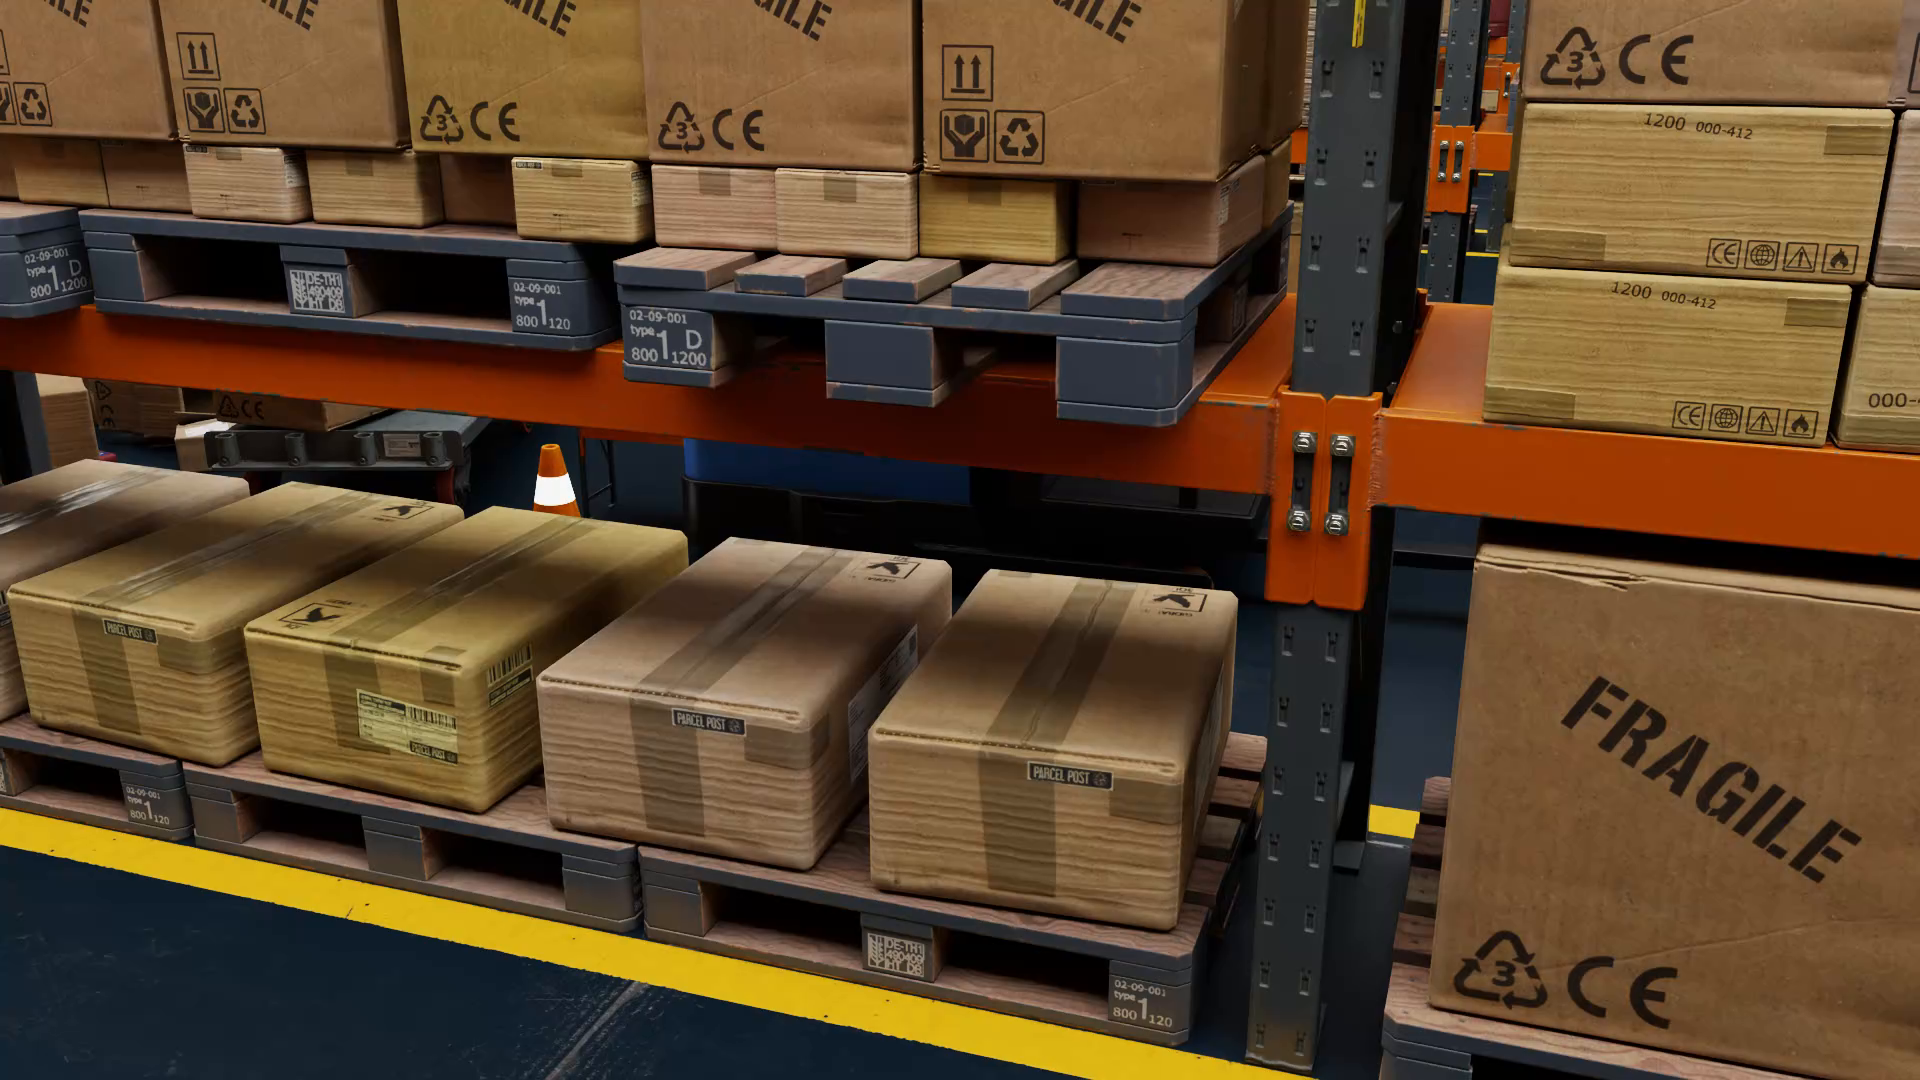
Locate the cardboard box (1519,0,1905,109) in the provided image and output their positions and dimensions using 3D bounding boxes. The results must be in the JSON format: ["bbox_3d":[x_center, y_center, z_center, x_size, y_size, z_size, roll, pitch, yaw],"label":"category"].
[{"bbox_3d":[1.156,-0.950,2.575,0.500,0.500,0.500,6,20,16],"label":"cardboard box"}]

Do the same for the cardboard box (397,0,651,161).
[{"bbox_3d":[-0.719,-1.016,3.191,0.500,0.500,0.500,5,20,14],"label":"cardboard box"}]

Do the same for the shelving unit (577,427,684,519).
[{"bbox_3d":[-1.142,-0.646,6.107,0.503,1.200,0.258,6,20,16],"label":"shelving unit"}]

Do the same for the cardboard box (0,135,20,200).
[{"bbox_3d":[-2.064,-0.878,3.781,0.250,0.149,0.380,8,21,22],"label":"cardboard box"}]

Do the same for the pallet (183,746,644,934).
[{"bbox_3d":[-1.116,0.539,4.209,1.213,0.211,1.003,7,20,18],"label":"pallet"}]

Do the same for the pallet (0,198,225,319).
[{"bbox_3d":[-2.334,-0.774,4.031,1.213,0.211,1.003,7,20,18],"label":"pallet"}]

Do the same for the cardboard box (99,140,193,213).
[{"bbox_3d":[-1.601,-0.810,3.585,0.250,0.149,0.380,7,20,18],"label":"cardboard box"}]

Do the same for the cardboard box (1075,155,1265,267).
[{"bbox_3d":[0.384,-0.602,2.991,0.250,0.149,0.380,7,21,20],"label":"cardboard box"}]

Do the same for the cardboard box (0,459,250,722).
[{"bbox_3d":[-2.512,0.106,4.569,0.625,0.372,0.950,7,20,19],"label":"cardboard box"}]

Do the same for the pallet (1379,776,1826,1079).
[{"bbox_3d":[1.491,0.865,3.274,1.213,0.211,1.003,7,20,18],"label":"pallet"}]

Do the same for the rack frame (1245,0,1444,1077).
[{"bbox_3d":[0.771,-0.560,3.127,0.127,3.000,1.000,7,20,18],"label":"rack frame"}]

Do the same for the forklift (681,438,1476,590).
[{"bbox_3d":[0.605,-1.327,5.431,3.031,2.935,1.130,5,20,15],"label":"forklift"}]

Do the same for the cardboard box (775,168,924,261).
[{"bbox_3d":[-0.146,-0.622,3.047,0.250,0.149,0.380,6,20,18],"label":"cardboard box"}]

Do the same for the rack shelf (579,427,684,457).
[{"bbox_3d":[-1.142,-0.395,6.195,0.480,0.148,0.258,6,20,16],"label":"rack shelf"}]

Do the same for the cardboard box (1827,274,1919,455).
[{"bbox_3d":[1.641,-0.309,2.632,0.500,0.250,0.500,6,20,16],"label":"cardboard box"}]

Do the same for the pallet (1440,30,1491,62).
[{"bbox_3d":[3.315,-3.595,12.124,1.003,0.211,1.213,7,20,18],"label":"pallet"}]

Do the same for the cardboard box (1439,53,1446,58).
[{"bbox_3d":[7.754,-7.443,26.000,0.500,0.500,0.700,6,20,18],"label":"cardboard box"}]

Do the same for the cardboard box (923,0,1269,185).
[{"bbox_3d":[0.250,-0.909,2.885,0.500,0.500,0.500,6,20,16],"label":"cardboard box"}]

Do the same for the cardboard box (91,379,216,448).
[{"bbox_3d":[-3.410,-0.809,7.426,0.503,0.637,0.797,7,20,18],"label":"cardboard box"}]

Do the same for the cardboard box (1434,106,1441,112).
[{"bbox_3d":[3.380,-3.086,12.363,0.500,0.250,0.500,7,21,20],"label":"cardboard box"}]

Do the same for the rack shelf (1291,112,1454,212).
[{"bbox_3d":[0.410,-1.987,8.312,4.000,0.370,1.077,7,20,18],"label":"rack shelf"}]

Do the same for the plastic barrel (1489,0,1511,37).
[{"bbox_3d":[5.110,-5.202,16.235,0.708,0.536,0.600,7,20,18],"label":"plastic barrel"}]

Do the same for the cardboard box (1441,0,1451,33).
[{"bbox_3d":[3.500,-3.933,12.012,0.500,0.500,0.500,4,20,11],"label":"cardboard box"}]

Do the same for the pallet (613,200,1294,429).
[{"bbox_3d":[0.062,-0.514,3.284,1.003,0.211,1.213,7,20,18],"label":"pallet"}]

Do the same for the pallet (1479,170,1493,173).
[{"bbox_3d":[4.929,-3.961,17.118,1.213,0.211,1.003,7,20,18],"label":"pallet"}]

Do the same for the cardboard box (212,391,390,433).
[{"bbox_3d":[-2.452,-0.726,6.250,0.500,0.500,0.500,7,20,18],"label":"cardboard box"}]

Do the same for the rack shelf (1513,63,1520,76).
[{"bbox_3d":[5.912,-3.086,11.465,4.000,0.370,1.077,7,20,18],"label":"rack shelf"}]

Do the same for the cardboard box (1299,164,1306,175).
[{"bbox_3d":[2.855,-2.791,12.656,0.500,0.500,0.700,5,20,14],"label":"cardboard box"}]

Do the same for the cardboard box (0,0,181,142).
[{"bbox_3d":[-1.723,-1.127,3.511,0.500,0.500,0.500,6,20,18],"label":"cardboard box"}]

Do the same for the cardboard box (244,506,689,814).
[{"bbox_3d":[-1.174,0.257,4.136,0.625,0.372,0.950,7,20,20],"label":"cardboard box"}]

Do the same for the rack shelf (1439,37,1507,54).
[{"bbox_3d":[3.759,-5.058,17.122,4.000,0.370,1.077,7,20,18],"label":"rack shelf"}]

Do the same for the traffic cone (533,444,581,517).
[{"bbox_3d":[-1.377,-0.096,5.648,0.334,0.463,0.336,7,20,18],"label":"traffic cone"}]

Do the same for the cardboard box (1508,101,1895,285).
[{"bbox_3d":[1.168,-0.594,2.692,0.500,0.250,0.500,6,20,18],"label":"cardboard box"}]

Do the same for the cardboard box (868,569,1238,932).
[{"bbox_3d":[0.240,0.418,3.674,0.625,0.372,0.950,5,20,14],"label":"cardboard box"}]

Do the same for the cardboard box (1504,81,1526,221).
[{"bbox_3d":[1.312,-0.752,3.146,0.500,0.250,0.500,6,20,18],"label":"cardboard box"}]

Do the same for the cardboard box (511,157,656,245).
[{"bbox_3d":[-0.646,-0.677,3.205,0.250,0.149,0.380,7,20,19],"label":"cardboard box"}]

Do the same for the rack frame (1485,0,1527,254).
[{"bbox_3d":[4.023,-3.642,11.966,0.127,3.000,1.000,7,20,18],"label":"rack frame"}]

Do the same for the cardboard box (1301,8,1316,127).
[{"bbox_3d":[1.786,-2.123,7.457,0.500,0.500,0.500,7,20,18],"label":"cardboard box"}]

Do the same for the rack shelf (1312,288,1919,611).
[{"bbox_3d":[2.660,-0.005,2.625,4.000,0.370,1.077,7,20,18],"label":"rack shelf"}]

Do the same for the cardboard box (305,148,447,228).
[{"bbox_3d":[-1.106,-0.745,3.400,0.250,0.149,0.380,6,20,16],"label":"cardboard box"}]

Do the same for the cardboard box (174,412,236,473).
[{"bbox_3d":[-3.073,-0.457,6.983,0.396,0.266,0.258,-7,20,-20],"label":"cardboard box"}]

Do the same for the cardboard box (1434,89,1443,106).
[{"bbox_3d":[6.212,-5.657,21.287,0.500,0.250,0.500,6,20,17],"label":"cardboard box"}]
